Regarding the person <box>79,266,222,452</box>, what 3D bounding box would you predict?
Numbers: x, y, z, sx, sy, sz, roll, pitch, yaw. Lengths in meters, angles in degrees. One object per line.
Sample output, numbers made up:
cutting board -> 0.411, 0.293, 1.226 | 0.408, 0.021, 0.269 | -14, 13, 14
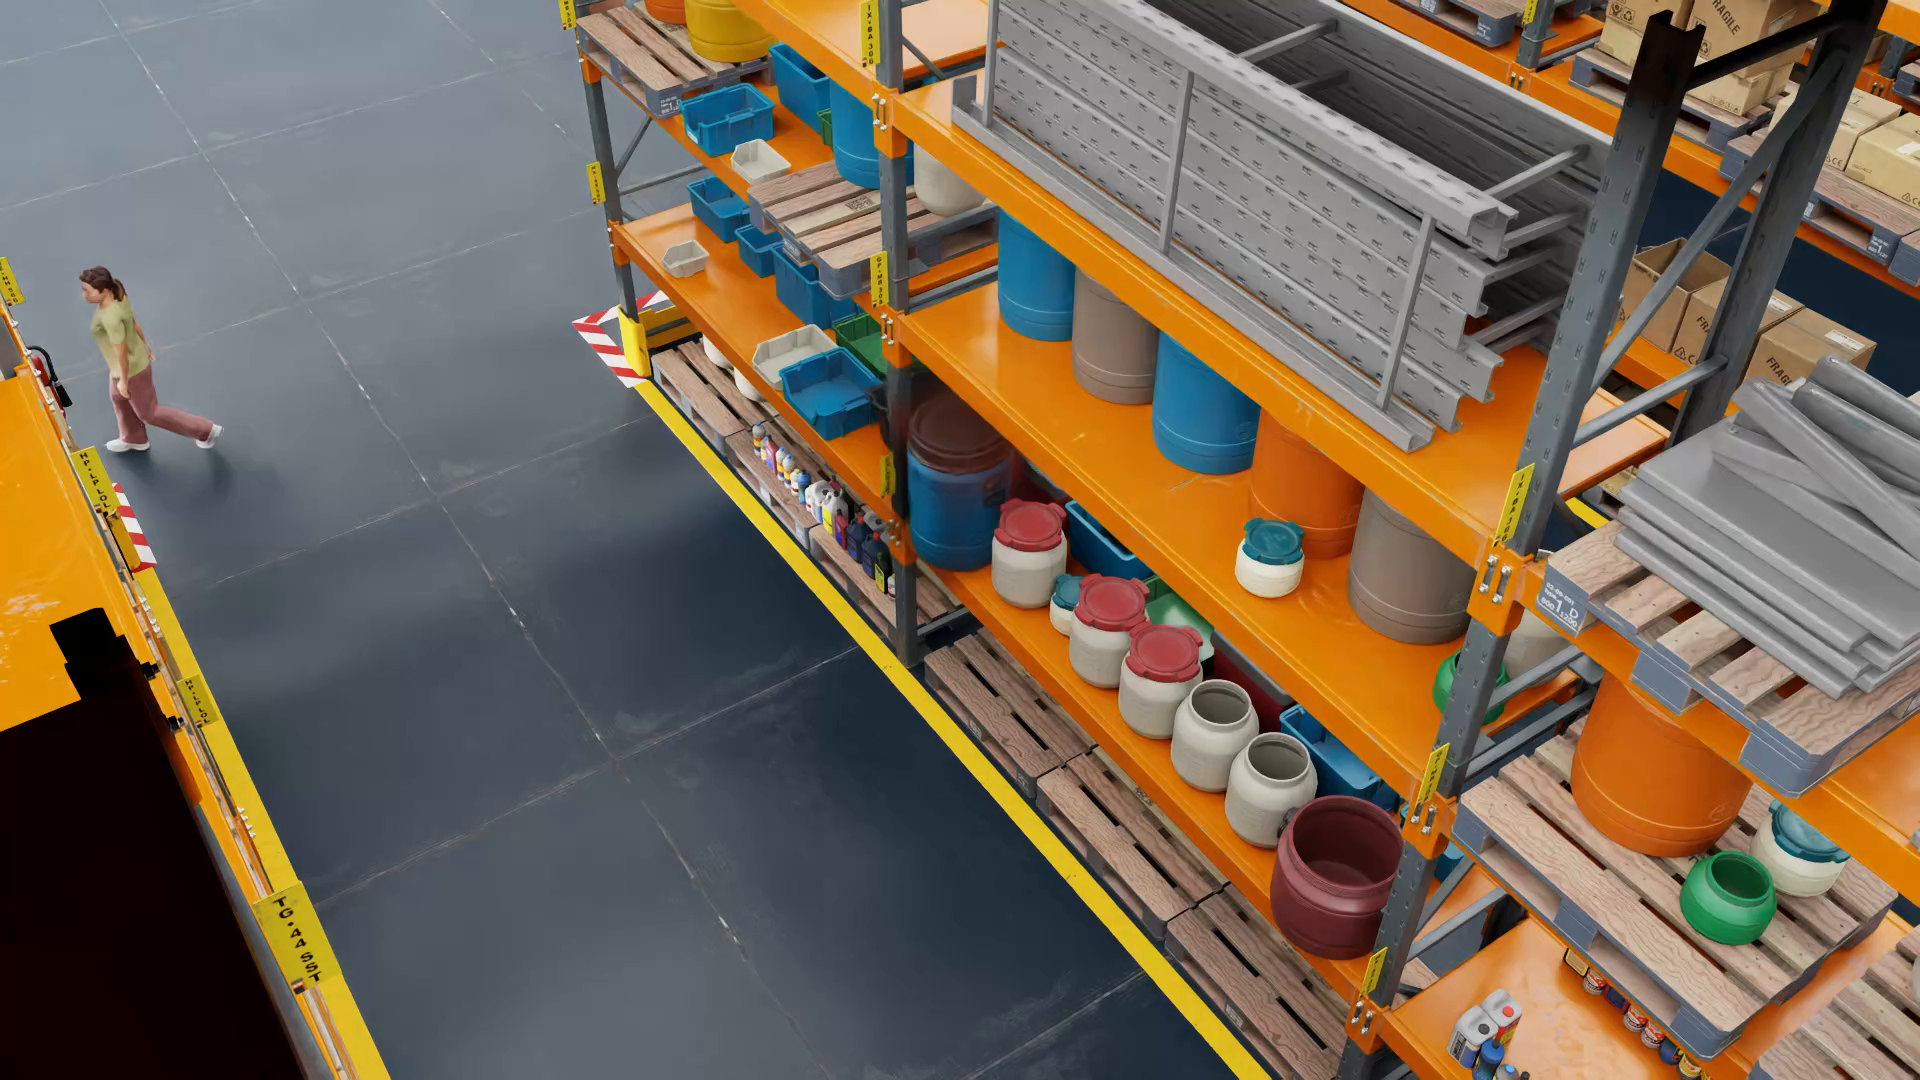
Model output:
person -> -5.934, -1.265, 11.926 | 0.879, 1.631, 0.509 | -12, 44, -13
